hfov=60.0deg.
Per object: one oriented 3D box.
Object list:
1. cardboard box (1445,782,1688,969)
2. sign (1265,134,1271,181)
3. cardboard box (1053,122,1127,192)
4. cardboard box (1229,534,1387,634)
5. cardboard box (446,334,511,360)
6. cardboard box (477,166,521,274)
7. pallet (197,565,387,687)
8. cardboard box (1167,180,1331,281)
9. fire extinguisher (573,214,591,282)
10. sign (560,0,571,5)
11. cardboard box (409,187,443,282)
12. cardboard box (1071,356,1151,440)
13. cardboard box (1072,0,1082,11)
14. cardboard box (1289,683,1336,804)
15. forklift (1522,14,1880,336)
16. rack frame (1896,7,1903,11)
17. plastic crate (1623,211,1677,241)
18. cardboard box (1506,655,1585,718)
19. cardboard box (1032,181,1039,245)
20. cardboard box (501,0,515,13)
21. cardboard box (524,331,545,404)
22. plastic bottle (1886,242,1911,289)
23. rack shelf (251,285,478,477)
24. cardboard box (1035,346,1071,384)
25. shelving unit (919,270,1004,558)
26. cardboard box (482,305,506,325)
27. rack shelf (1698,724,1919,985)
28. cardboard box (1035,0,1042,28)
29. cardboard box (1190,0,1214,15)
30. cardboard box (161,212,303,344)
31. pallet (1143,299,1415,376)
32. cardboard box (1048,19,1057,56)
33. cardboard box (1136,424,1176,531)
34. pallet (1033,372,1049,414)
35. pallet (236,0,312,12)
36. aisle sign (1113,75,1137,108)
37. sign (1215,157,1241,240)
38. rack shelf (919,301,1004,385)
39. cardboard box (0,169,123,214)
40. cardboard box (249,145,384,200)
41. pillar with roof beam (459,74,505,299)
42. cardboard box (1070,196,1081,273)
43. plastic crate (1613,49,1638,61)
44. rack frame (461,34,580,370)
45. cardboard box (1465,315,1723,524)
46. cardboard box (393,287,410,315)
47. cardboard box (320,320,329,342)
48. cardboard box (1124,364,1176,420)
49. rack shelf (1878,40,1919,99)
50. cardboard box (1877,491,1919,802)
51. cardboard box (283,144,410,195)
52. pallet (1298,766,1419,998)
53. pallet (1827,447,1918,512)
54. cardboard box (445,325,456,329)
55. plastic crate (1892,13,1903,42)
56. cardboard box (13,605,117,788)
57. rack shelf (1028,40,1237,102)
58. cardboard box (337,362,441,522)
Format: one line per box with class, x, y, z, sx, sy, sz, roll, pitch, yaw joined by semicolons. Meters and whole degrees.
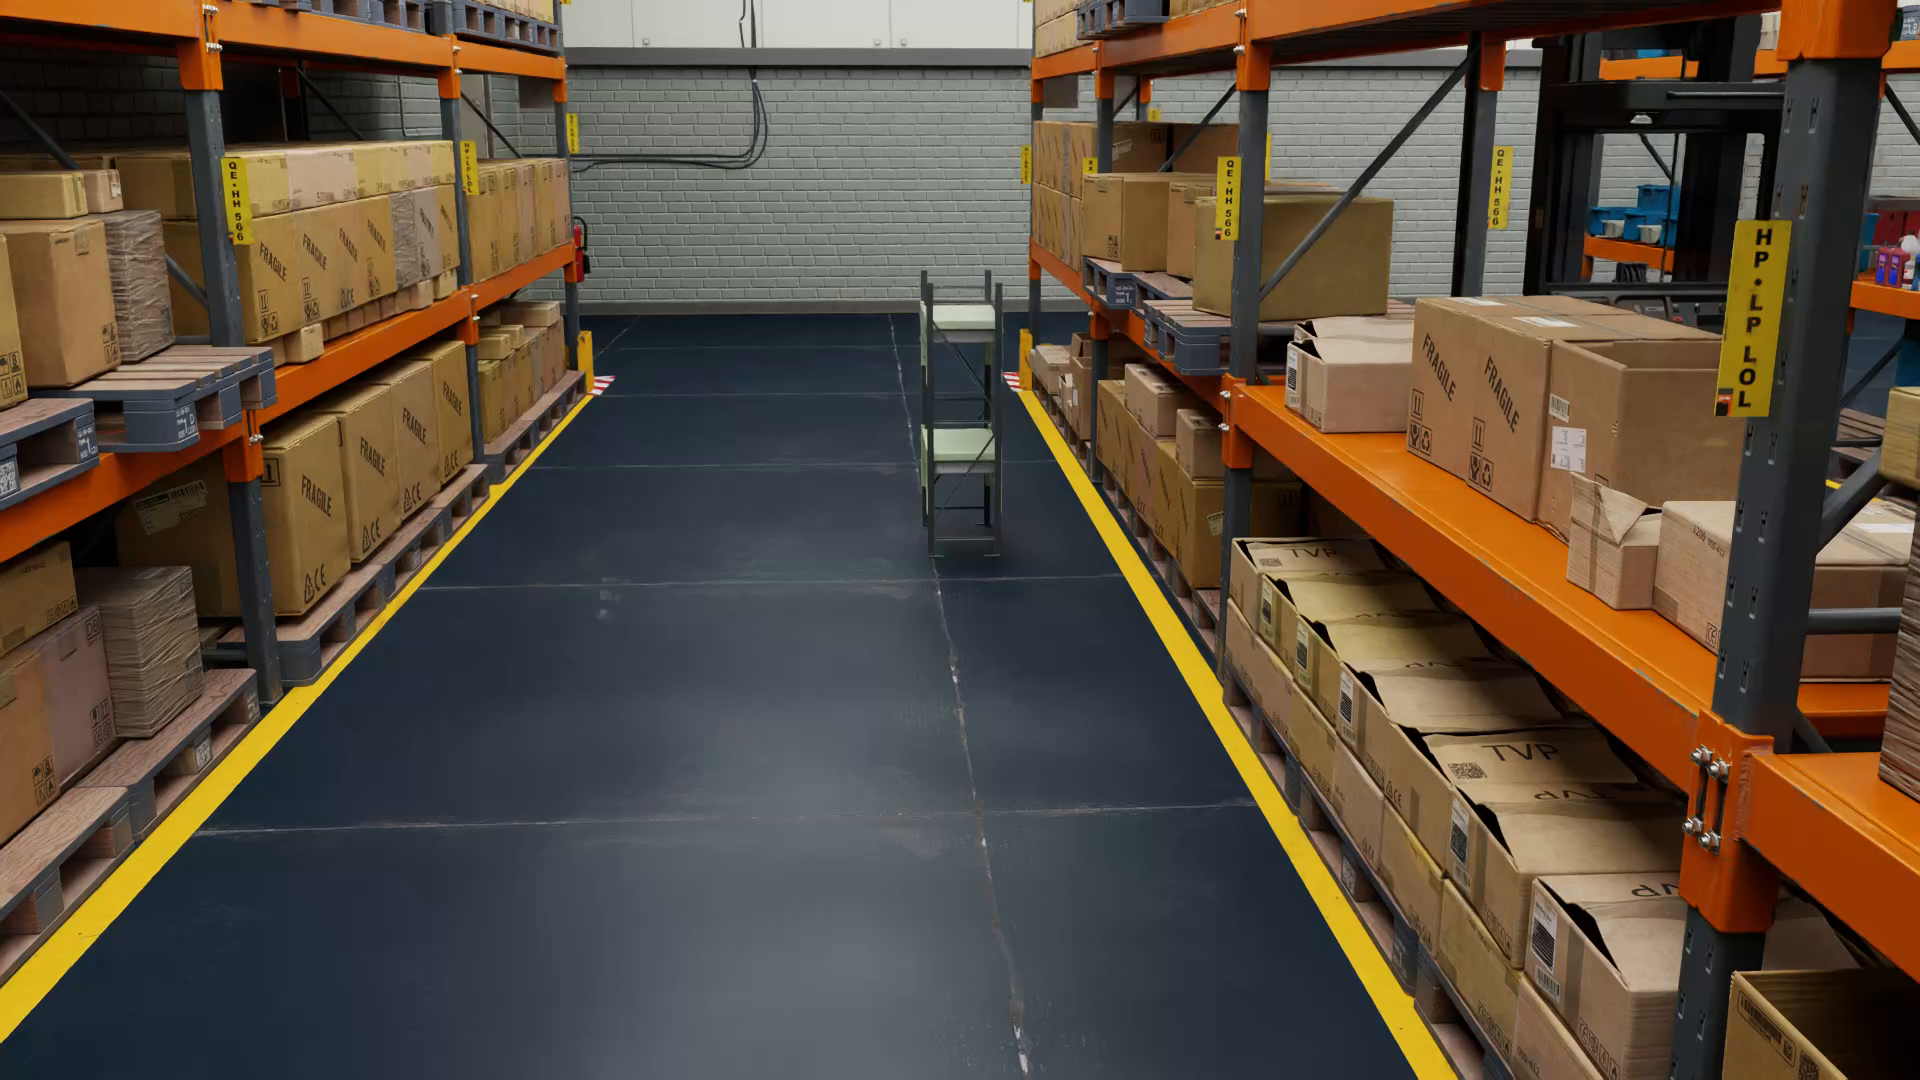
cardboard box;1.512;0.777;4.038;0.500;0.311;0.500;0;14;-2
sign;1.920;-2.414;10.566;0.100;0.325;0.005;-1;14;-3
cardboard box;0.981;-2.876;12.478;0.500;0.500;0.500;-1;14;-4
cardboard box;1.353;0.142;6.504;0.500;0.311;0.500;0;14;-2
cardboard box;-3.361;-1.349;11.622;0.380;0.149;0.250;0;14;-2
cardboard box;-3.635;-2.229;11.566;0.980;0.700;0.700;-1;14;-5
pallet;-3.304;0.381;7.620;1.003;0.211;1.213;-1;14;-3
cardboard box;1.537;-1.657;8.905;0.700;0.500;0.500;-5;15;-18
fire extinguisher;-3.374;-2.588;14.469;0.296;0.674;0.183;-1;14;-3
sign;-3.283;-4.609;13.784;0.100;0.325;0.005;-1;14;-3
cardboard box;-3.256;-1.731;9.397;0.500;0.500;0.500;-1;14;-3
cardboard box;1.048;-0.984;11.464;0.500;0.500;0.500;-1;14;-3
cardboard box;1.037;-3.707;11.193;0.500;0.250;0.500;-1;14;-3
cardboard box;1.424;0.668;5.585;0.500;0.250;0.500;-1;14;-5
forklift;3.155;-0.955;7.355;1.130;2.935;3.031;-1;14;-3
rack frame;6.310;-4.825;10.219;1.000;3.000;0.127;-1;14;-3
plastic crate;5.790;-2.632;13.952;0.416;0.233;0.300;-1;14;-3
cardboard box;1.988;0.513;5.061;0.500;0.311;0.500;0;14;-2
cardboard box;0.883;-2.773;14.083;0.500;0.500;0.500;-1;14;-2
cardboard box;-3.414;-3.829;11.625;0.500;0.250;0.500;-1;14;-5
cardboard box;-3.620;-1.332;12.858;0.700;0.500;0.500;-1;14;-5
plastic bottle;5.915;-1.732;10.473;0.061;0.283;0.133;-1;14;-3
rack shelf;-3.454;-0.921;8.529;1.077;0.370;4.000;-1;14;-3
cardboard box;0.900;-1.456;13.802;0.500;0.250;0.500;-1;14;-3
shelving unit;0.000;-0.725;9.333;0.431;1.500;0.755;-1;14;-3
cardboard box;-3.858;-1.798;13.366;0.380;0.149;0.250;-1;14;-3
rack shelf;1.986;0.991;1.097;1.077;0.370;4.000;-1;14;-3
cardboard box;0.890;-4.329;13.610;0.500;0.250;0.500;-1;14;-3
cardboard box;1.522;-2.585;7.333;0.910;0.500;0.500;-1;14;-3
cardboard box;-3.105;-1.099;6.939;0.500;0.500;0.500;0;14;-2
pallet;1.502;-0.924;7.482;1.213;0.211;1.003;-1;14;-3
cardboard box;0.947;-3.838;12.706;0.500;0.250;0.500;-1;14;-3
cardboard box;1.251;-0.340;8.961;0.500;0.500;0.500;-1;14;-6
pallet;1.173;-1.271;14.043;1.003;0.211;1.213;-1;14;-3
pallet;-3.423;-2.292;6.775;1.213;0.211;1.003;0;14;-1
aisle sign;1.420;-4.119;14.300;0.394;0.787;0.004;-1;14;-3
sign;1.073;-1.361;6.631;0.100;0.325;0.005;-1;14;-3
rack shelf;0.000;-1.103;9.236;0.431;0.370;0.720;-1;14;-3
cardboard box;-3.279;-1.262;6.026;0.380;0.149;0.250;-3;15;-11
cardboard box;-3.208;-1.839;8.311;0.500;0.250;0.500;-1;14;-5
pillar with roof beam;-0.560;-6.391;16.308;9.100;9.000;0.400;-1;14;-3
cardboard box;1.046;-2.141;11.627;0.500;0.500;0.500;0;14;-2
plastic crate;5.808;-4.204;14.087;0.497;0.269;0.590;-1;14;-3
rack frame;-3.826;-2.761;14.239;1.000;3.000;0.127;-1;14;-3
cardboard box;1.767;-0.350;4.665;0.500;0.500;0.500;-1;14;-3
cardboard box;-3.240;-1.321;9.104;0.380;0.149;0.250;-1;14;-3
cardboard box;-3.222;-1.001;7.859;0.380;0.149;0.250;-1;14;-2
cardboard box;1.215;-0.837;9.388;0.500;0.250;0.500;-1;14;-3
rack shelf;6.434;-2.526;8.750;1.077;0.370;4.000;-1;14;-3
cardboard box;1.896;0.207;2.500;0.700;0.500;0.500;-1;14;-5
cardboard box;-3.240;-1.966;8.803;0.500;0.250;0.500;-1;14;-2
pallet;1.698;1.009;5.180;1.003;0.211;1.213;-1;14;-3
pallet;6.316;-0.377;10.566;1.003;0.211;1.213;-1;14;-3
cardboard box;-3.777;-1.481;12.136;0.380;0.149;0.250;-1;14;-3
plastic crate;5.982;-3.370;11.011;0.450;0.188;0.662;-1;14;-3
cardboard box;-3.318;0.534;5.565;0.700;0.500;0.500;-1;14;-4
rack shelf;1.242;-3.446;12.322;1.077;0.370;4.000;-1;14;-3
cardboard box;-3.350;-0.548;9.109;0.750;0.750;0.750;0;14;-2
